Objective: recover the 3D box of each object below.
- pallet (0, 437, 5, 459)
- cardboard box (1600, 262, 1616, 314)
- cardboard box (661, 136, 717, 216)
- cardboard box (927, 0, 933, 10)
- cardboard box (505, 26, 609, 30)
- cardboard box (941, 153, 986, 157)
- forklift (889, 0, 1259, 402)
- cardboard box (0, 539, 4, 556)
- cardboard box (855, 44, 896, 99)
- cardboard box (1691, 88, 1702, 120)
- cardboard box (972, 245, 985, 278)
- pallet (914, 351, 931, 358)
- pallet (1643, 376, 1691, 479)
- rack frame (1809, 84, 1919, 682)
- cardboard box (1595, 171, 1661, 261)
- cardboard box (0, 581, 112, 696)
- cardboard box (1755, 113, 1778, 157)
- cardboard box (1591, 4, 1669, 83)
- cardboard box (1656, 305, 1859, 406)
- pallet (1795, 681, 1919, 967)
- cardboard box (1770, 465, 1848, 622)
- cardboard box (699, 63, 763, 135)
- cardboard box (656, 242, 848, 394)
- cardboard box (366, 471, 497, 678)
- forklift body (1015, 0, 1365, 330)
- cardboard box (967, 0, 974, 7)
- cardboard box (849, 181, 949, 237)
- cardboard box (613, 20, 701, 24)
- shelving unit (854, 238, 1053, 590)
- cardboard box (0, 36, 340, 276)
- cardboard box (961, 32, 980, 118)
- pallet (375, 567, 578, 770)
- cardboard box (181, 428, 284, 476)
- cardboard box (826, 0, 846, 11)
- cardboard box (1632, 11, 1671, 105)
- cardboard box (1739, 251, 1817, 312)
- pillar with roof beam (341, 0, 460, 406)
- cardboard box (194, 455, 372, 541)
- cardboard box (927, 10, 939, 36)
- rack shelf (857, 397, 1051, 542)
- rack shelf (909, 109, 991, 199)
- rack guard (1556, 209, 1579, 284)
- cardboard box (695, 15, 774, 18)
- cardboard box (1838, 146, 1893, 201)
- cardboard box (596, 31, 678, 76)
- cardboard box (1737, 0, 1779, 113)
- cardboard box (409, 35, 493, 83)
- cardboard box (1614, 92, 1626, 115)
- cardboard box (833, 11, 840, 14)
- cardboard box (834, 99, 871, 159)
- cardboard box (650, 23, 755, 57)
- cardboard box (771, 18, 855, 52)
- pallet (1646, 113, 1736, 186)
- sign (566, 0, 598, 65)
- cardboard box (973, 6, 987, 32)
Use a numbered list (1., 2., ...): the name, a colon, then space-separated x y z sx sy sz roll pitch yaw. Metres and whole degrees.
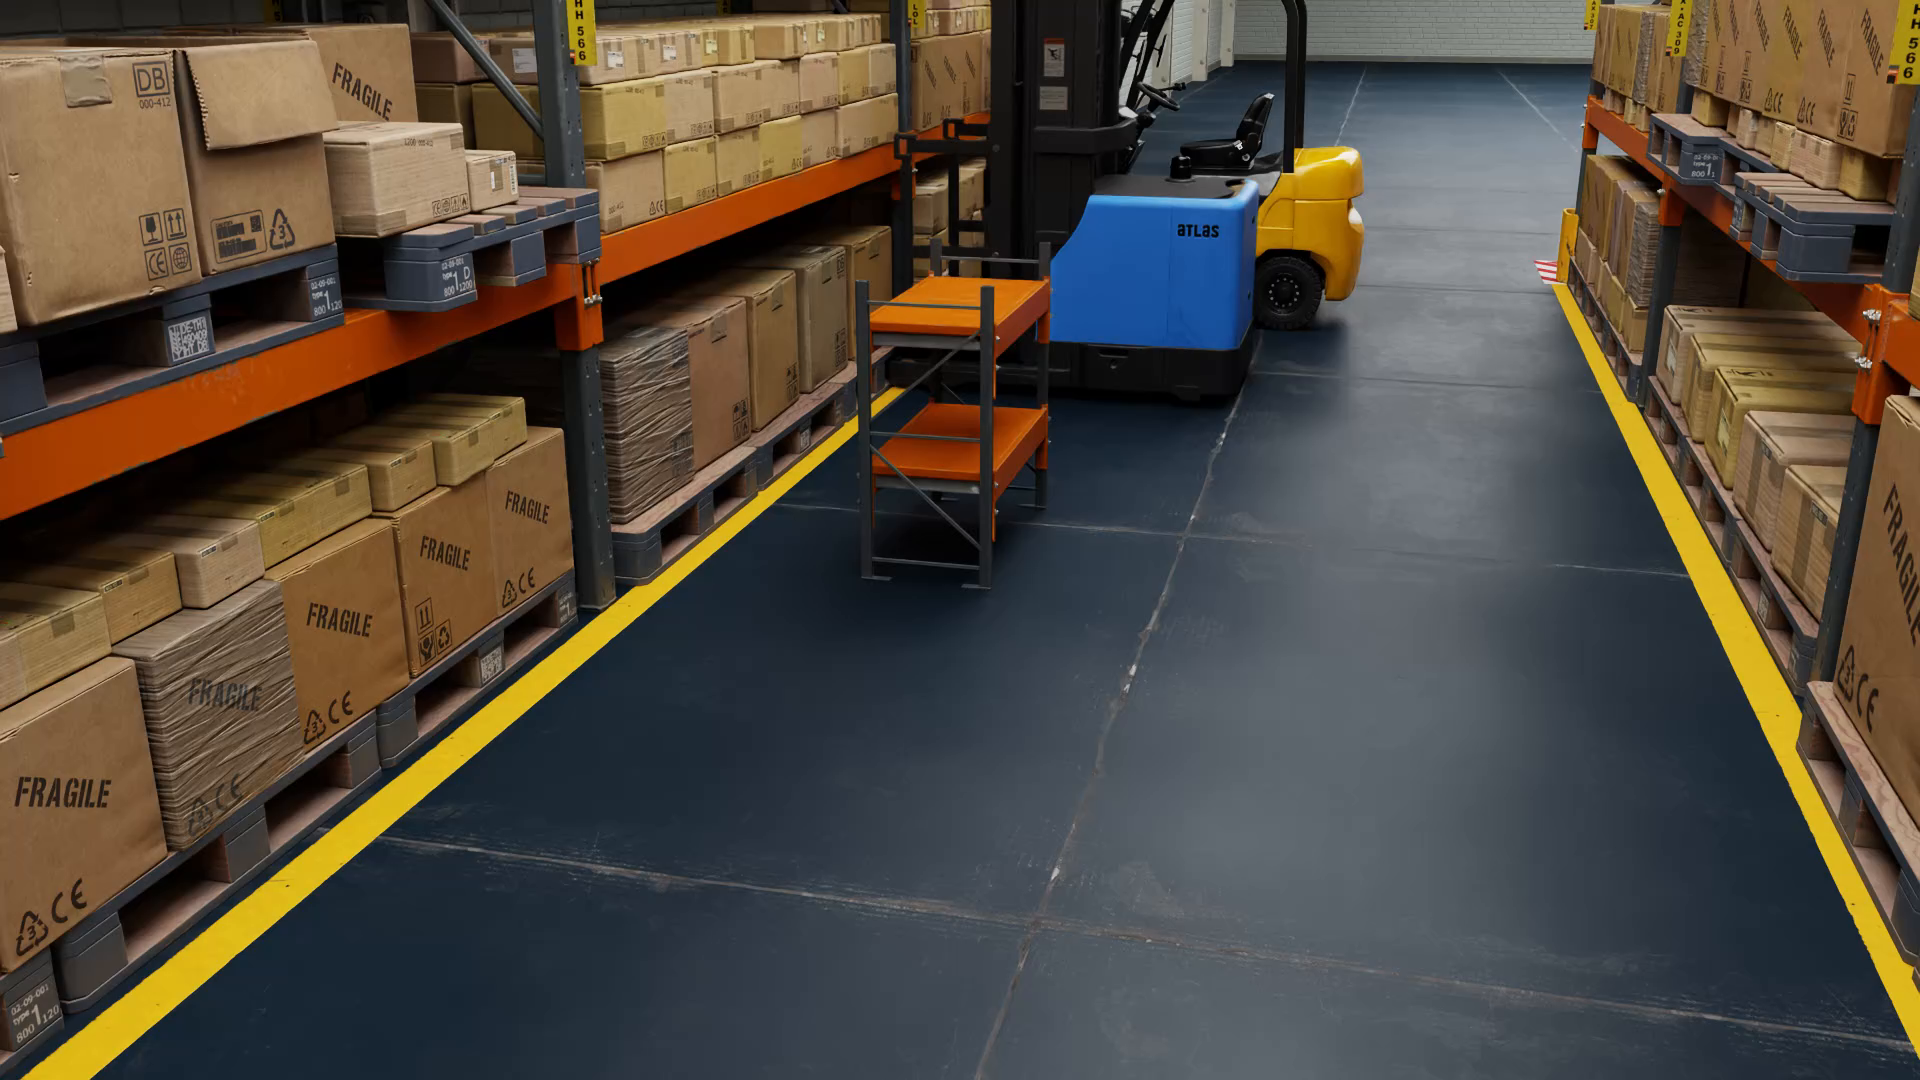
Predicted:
1. pallet: -2.422 -0.115 2.681 1.003 0.211 1.213 5 19 13
2. cardboard box: 4.179 -1.512 10.077 0.500 0.250 0.500 5 19 14
3. cardboard box: -1.273 -1.424 6.448 0.500 0.250 0.500 4 19 12
4. cardboard box: -0.373 -3.213 9.835 0.380 0.149 0.250 4 19 12
5. cardboard box: -1.653 -2.016 6.790 0.380 0.149 0.250 5 19 13
6. cardboard box: 0.166 -2.608 11.739 0.500 0.250 0.500 5 19 14
7. forklift: 0.097 -2.353 9.041 3.031 2.935 1.130 5 19 14
8. cardboard box: -2.547 0.089 4.001 0.380 0.149 0.250 4 19 11
9. cardboard box: -0.640 -2.463 8.717 0.500 0.250 0.500 4 19 12
10. cardboard box: 3.604 -2.012 7.678 0.380 0.149 0.250 5 19 14
11. cardboard box: -0.110 -1.817 10.972 0.500 0.250 0.500 5 19 14
12. pallet: -0.533 -1.398 10.454 1.003 0.211 1.213 5 19 13
13. pallet: 3.857 -0.517 7.875 1.003 0.211 1.213 5 19 13
14. rack frame: 3.069 -0.827 4.469 1.000 3.000 0.127 5 19 13
15. cardboard box: 4.299 -2.028 10.428 0.500 0.500 0.500 5 19 14
16. cardboard box: -2.119 0.207 3.654 0.380 0.149 0.250 5 20 15
17. cardboard box: 3.222 -1.520 6.237 0.380 0.149 0.250 4 19 12
18. cardboard box: 4.638 -3.396 11.375 0.500 0.500 0.500 4 19 13
19. cardboard box: 3.920 -0.872 8.014 0.950 0.372 0.625 5 19 14
20. pallet: 2.803 0.734 4.213 1.003 0.211 1.213 5 19 13
21. cardboard box: 3.216 0.041 5.342 0.950 0.372 0.625 3 19 10
22. cardboard box: -1.131 -1.823 6.842 0.500 0.250 0.500 4 19 12
23. cardboard box: -1.082 -1.140 8.408 0.875 0.625 0.625 4 19 13
24. cardboard box: -1.773 0.072 5.054 0.500 0.500 0.500 4 19 13
25. forklift body: 1.515 -2.585 10.929 2.313 2.155 1.214 5 19 13
26. cardboard box: -0.121 -3.533 10.772 0.380 0.149 0.250 5 19 14
27. cardboard box: -0.346 -1.969 9.870 0.500 0.250 0.500 4 19 13
28. cardboard box: -1.425 -2.337 7.732 0.380 0.149 0.250 5 19 13
29. shelving unit: -0.002 -0.530 6.500 0.538 1.125 1.048 5 19 13
30. cardboard box: -1.965 -0.939 3.988 0.797 0.503 0.637 4 19 12
31. cardboard box: -0.173 -2.961 10.561 0.500 0.500 0.500 4 19 13
32. pallet: -1.965 0.333 5.387 1.003 0.211 1.213 5 19 13
33. cardboard box: -2.249 -0.237 4.953 0.380 0.149 0.250 5 19 14
34. cardboard box: -0.882 -3.166 9.698 0.380 0.149 0.250 4 19 12
35. cardboard box: 4.155 -2.753 9.491 0.500 0.500 0.500 5 20 15
36. cardboard box: 4.452 -1.497 8.874 0.500 0.500 0.500 6 20 16
37. pillar with roof beam: 1.873 -4.197 5.053 9.100 9.000 0.400 5 19 13
38. cardboard box: -1.873 -0.120 4.612 0.380 0.149 0.250 5 20 15
39. cardboard box: -0.337 -3.070 9.878 0.380 0.149 0.250 5 19 13
40. rack shelf: -0.002 -0.299 6.579 0.538 0.278 1.000 5 19 13
41. rack shelf: -0.280 -2.758 11.235 1.077 0.370 4.000 5 19 13
42. rack guard: 5.005 -2.128 12.144 1.175 0.500 0.348 5 19 13
43. cardboard box: -1.179 -2.653 8.656 0.380 0.149 0.250 4 19 12
44. cardboard box: 2.916 -1.118 5.059 0.380 0.149 0.250 5 19 14
45. cardboard box: -1.280 -1.815 6.203 0.380 0.149 0.250 5 20 15
46. cardboard box: 3.282 -1.871 6.259 0.500 0.500 0.500 4 19 11
47. cardboard box: -1.862 -1.690 5.837 0.380 0.149 0.250 5 20 15
48. cardboard box: 4.411 -2.809 10.659 0.380 0.149 0.250 5 20 15
49. cardboard box: -0.911 -3.028 9.755 0.380 0.149 0.250 4 19 12
50. cardboard box: -0.755 -2.064 8.322 0.500 0.250 0.500 5 19 13
51. cardboard box: -1.107 -2.143 7.164 0.380 0.149 0.250 5 19 13
52. cardboard box: -0.729 -2.454 8.072 0.380 0.149 0.250 4 19 12
53. pallet: 3.718 -1.762 7.503 1.003 0.211 1.213 5 19 13
54. sign: -1.217 -1.689 5.322 0.100 0.325 0.005 5 19 13
55. cardboard box: -0.038 -3.388 10.808 0.380 0.149 0.250 4 19 12
